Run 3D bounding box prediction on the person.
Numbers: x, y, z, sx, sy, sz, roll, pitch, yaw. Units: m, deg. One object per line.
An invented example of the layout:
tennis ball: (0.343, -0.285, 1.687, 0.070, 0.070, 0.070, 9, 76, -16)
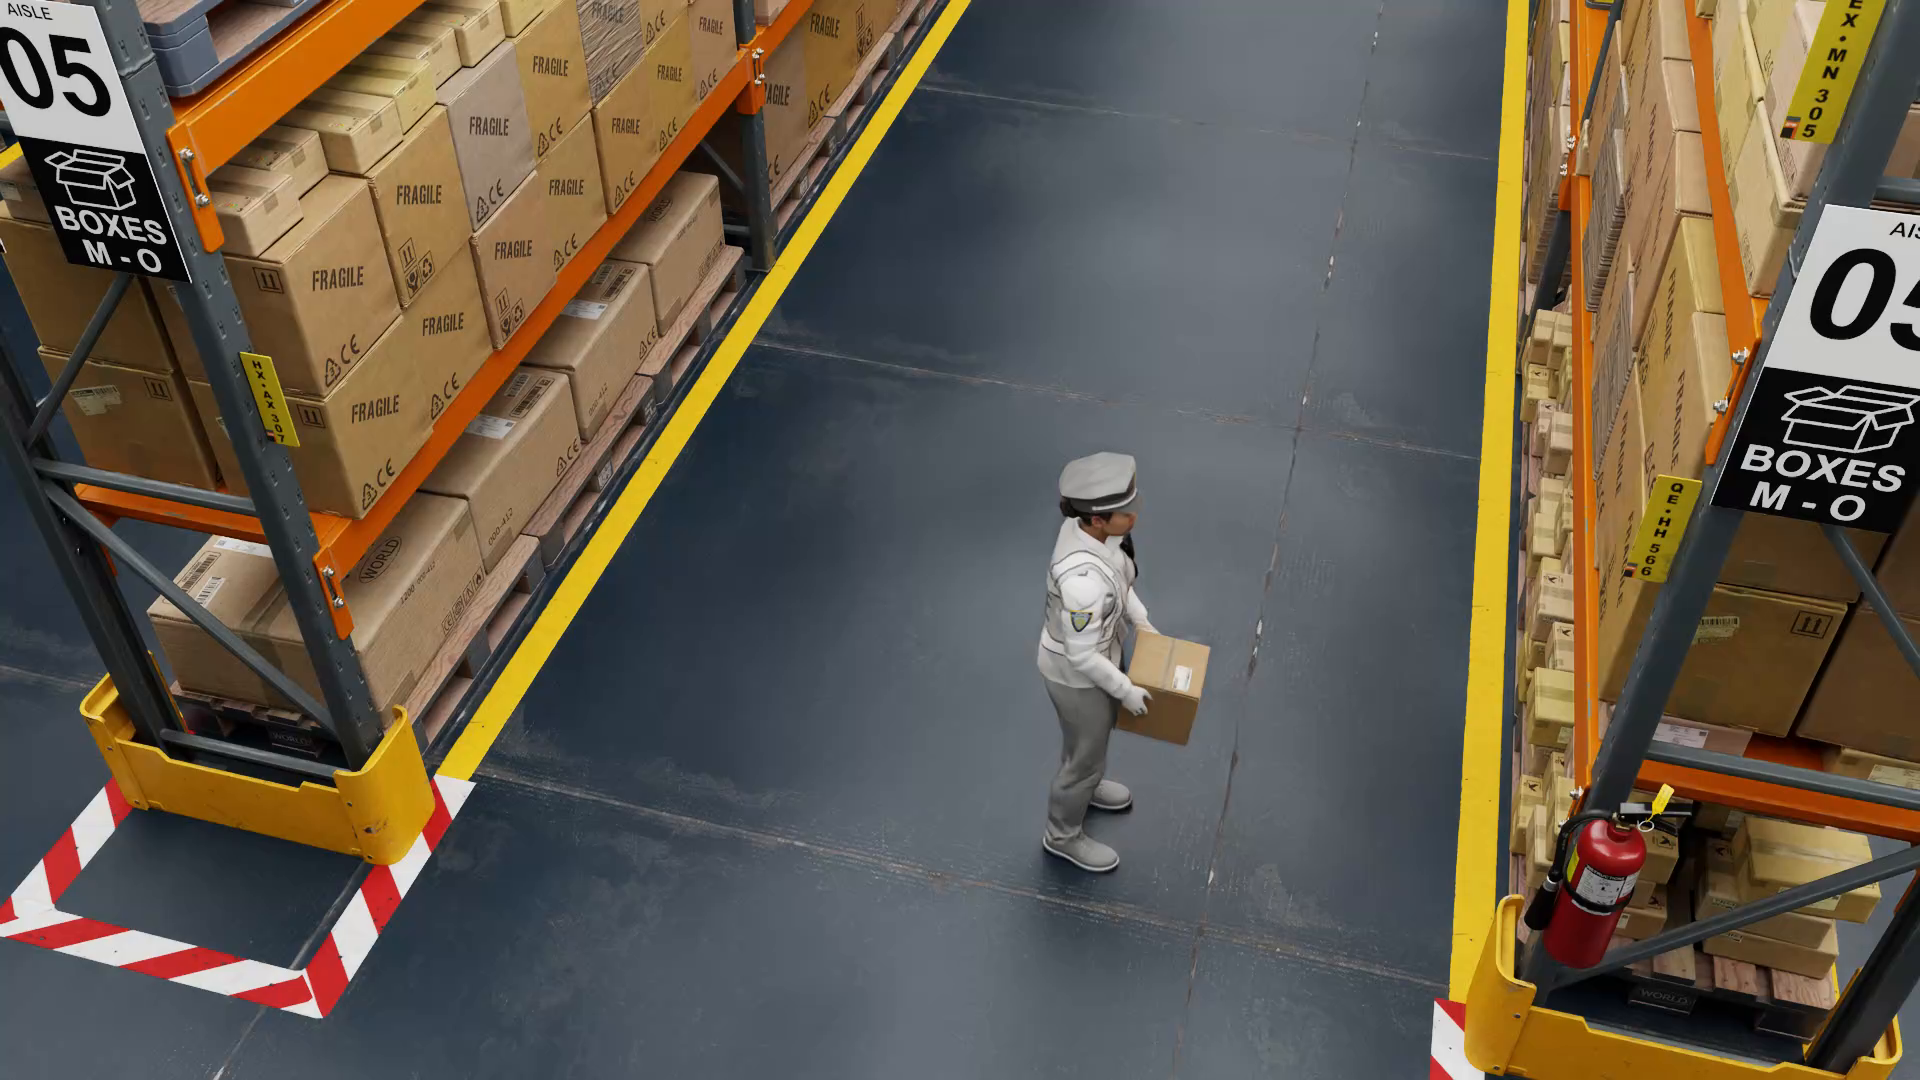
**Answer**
person: (0.474, 0.413, 5.669, 0.411, 1.684, 0.500, 9, 42, 11)
